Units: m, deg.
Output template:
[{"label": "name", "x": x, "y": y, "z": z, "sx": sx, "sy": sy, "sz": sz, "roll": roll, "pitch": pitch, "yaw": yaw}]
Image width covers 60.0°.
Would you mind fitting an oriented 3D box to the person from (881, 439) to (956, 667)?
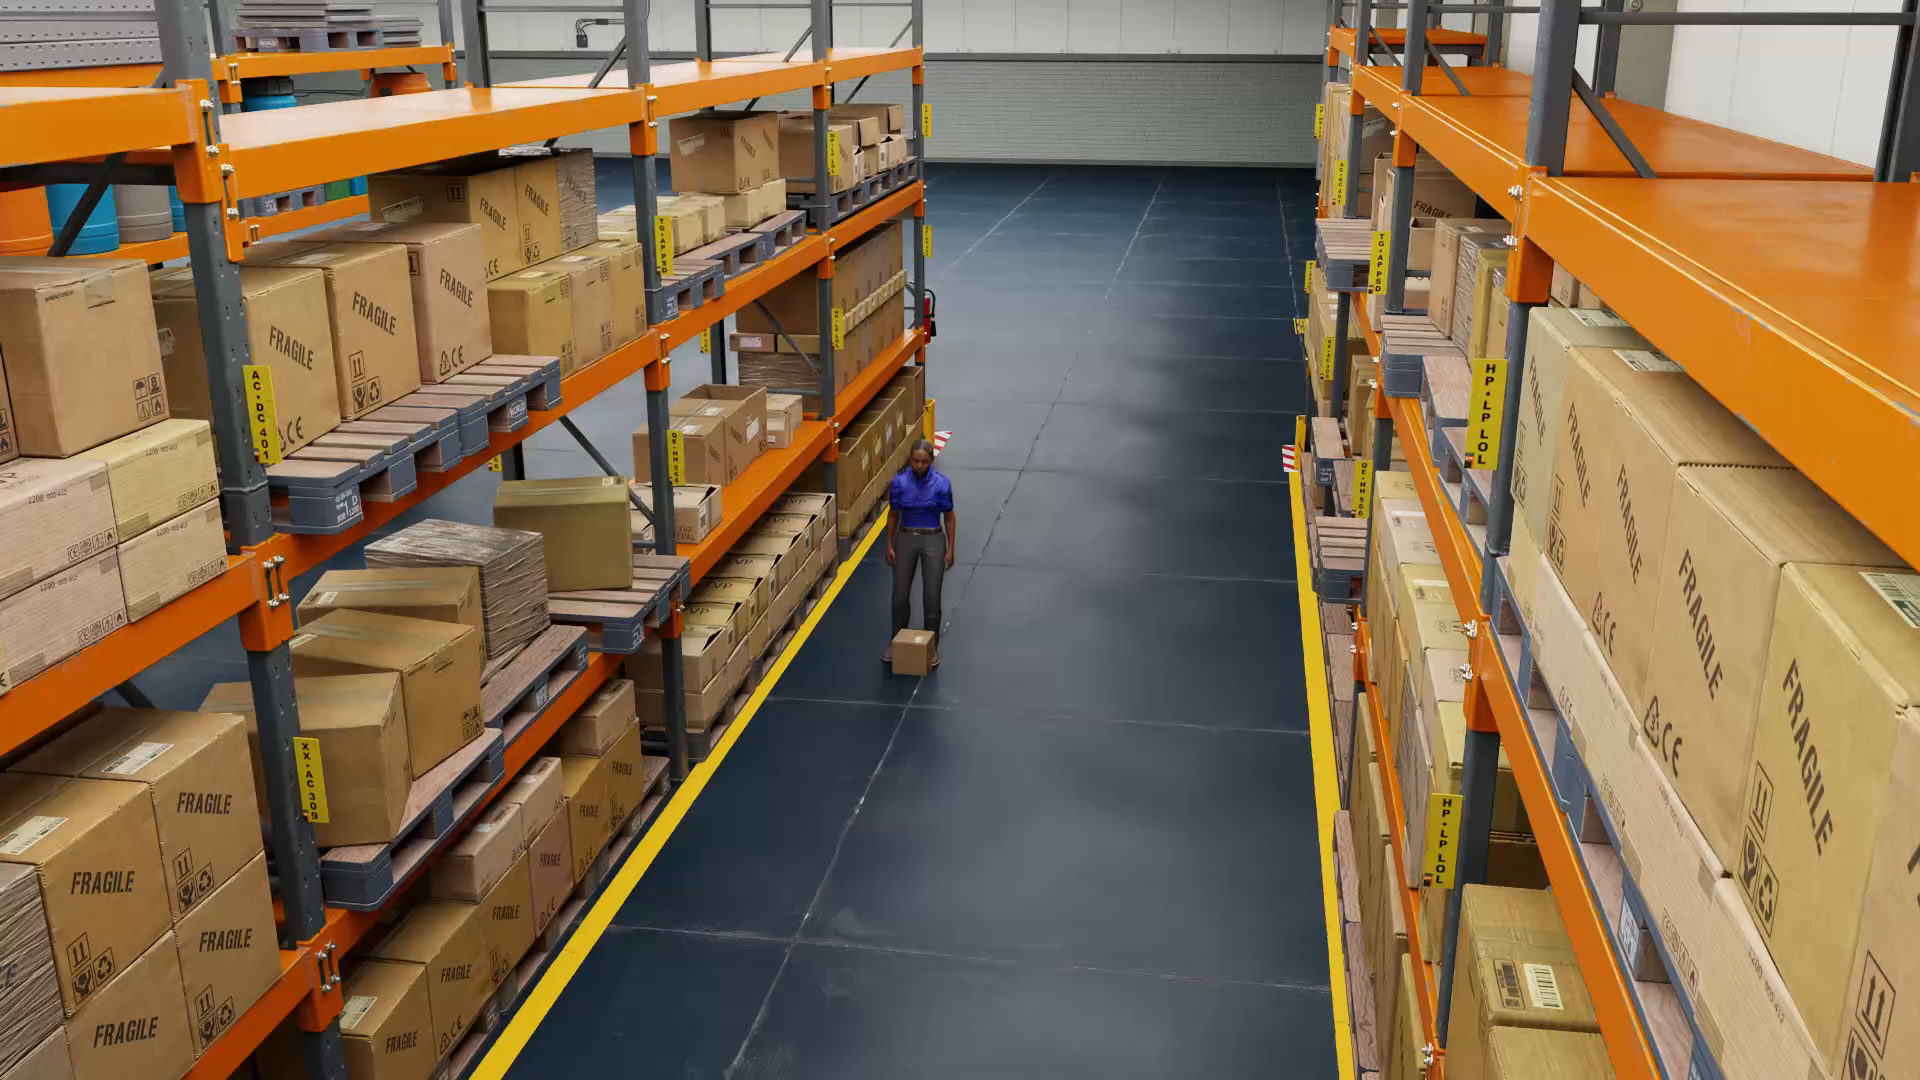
[{"label": "person", "x": -0.300, "y": 0.072, "z": 11.843, "sx": 0.528, "sy": 1.653, "sz": 0.403, "roll": 2, "pitch": 18, "yaw": 6}]
